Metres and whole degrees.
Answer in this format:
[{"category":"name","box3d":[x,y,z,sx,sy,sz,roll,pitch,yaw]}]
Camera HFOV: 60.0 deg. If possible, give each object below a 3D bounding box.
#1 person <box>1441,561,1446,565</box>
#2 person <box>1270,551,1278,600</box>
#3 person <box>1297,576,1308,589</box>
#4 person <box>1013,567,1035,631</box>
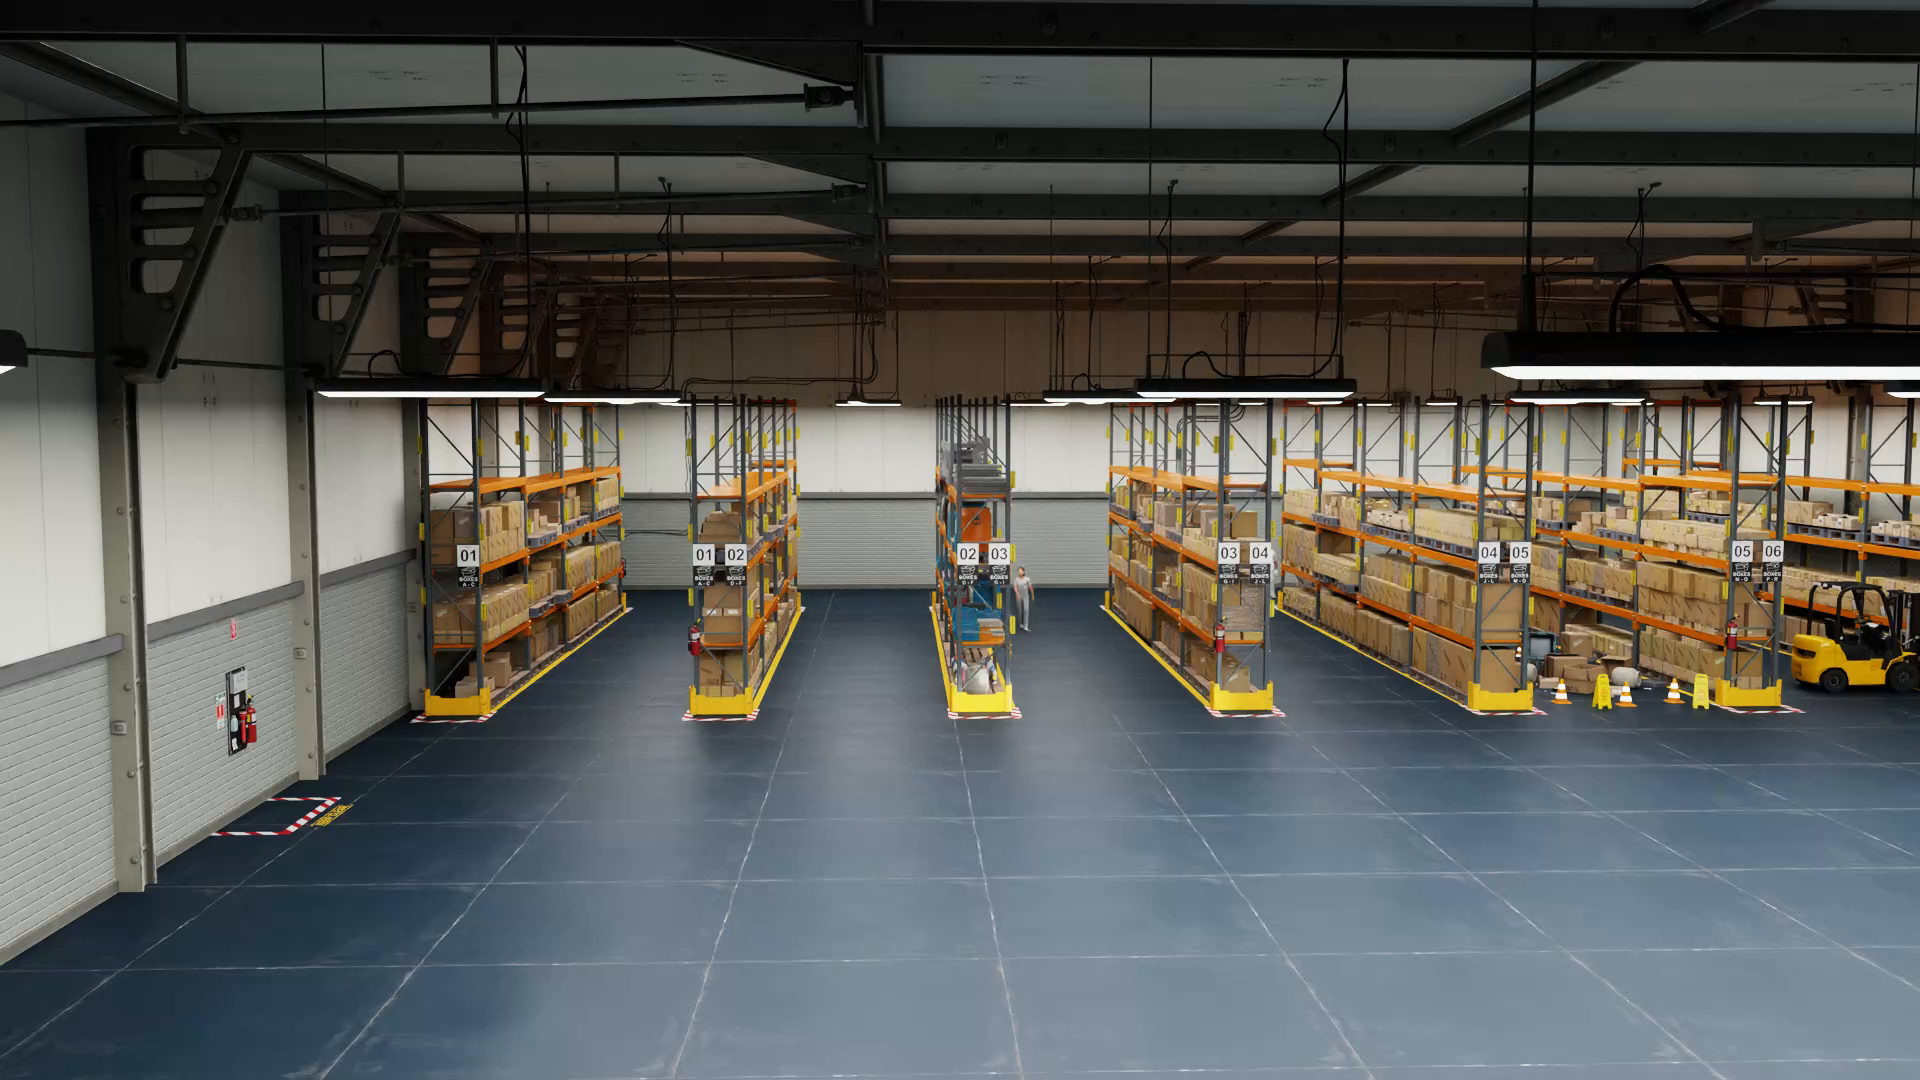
[{"category":"person","box3d":[12.984,1.322,44.709,0.523,1.778,0.594,1,5,9]},{"category":"person","box3d":[9.251,0.922,49.986,0.643,1.755,0.915,0,4,-1]},{"category":"person","box3d":[10.176,0.997,49.044,0.626,1.706,0.552,-1,5,-6]},{"category":"person","box3d":[1.665,1.509,43.053,0.578,1.617,0.895,0,5,-5]}]
